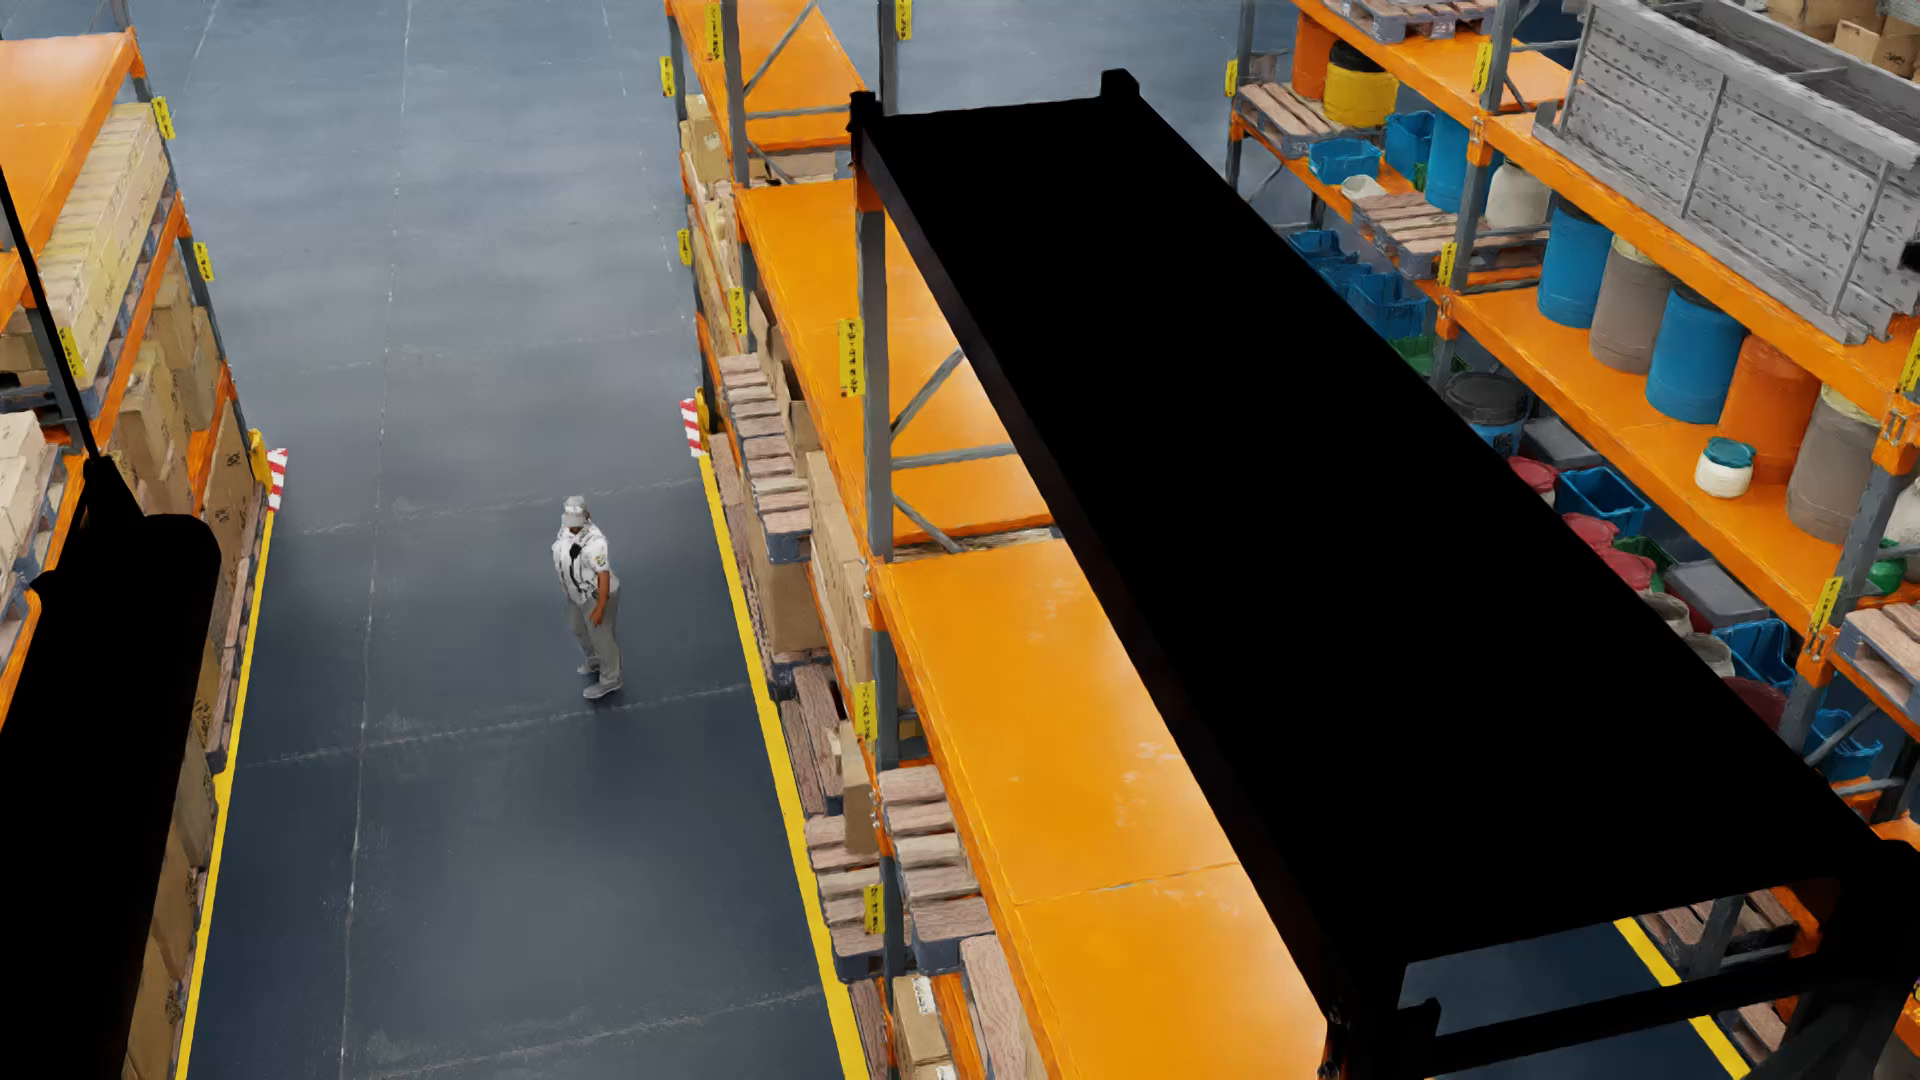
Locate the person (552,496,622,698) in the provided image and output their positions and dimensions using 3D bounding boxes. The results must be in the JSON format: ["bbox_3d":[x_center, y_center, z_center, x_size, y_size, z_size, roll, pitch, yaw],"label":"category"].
[{"bbox_3d":[-2.703,0.402,12.089,0.404,1.732,0.559,-28,43,-34],"label":"person"}]

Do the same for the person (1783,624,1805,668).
[{"bbox_3d":[6.468,0.230,12.451,0.677,1.495,0.529,-9,35,-12],"label":"person"}]
